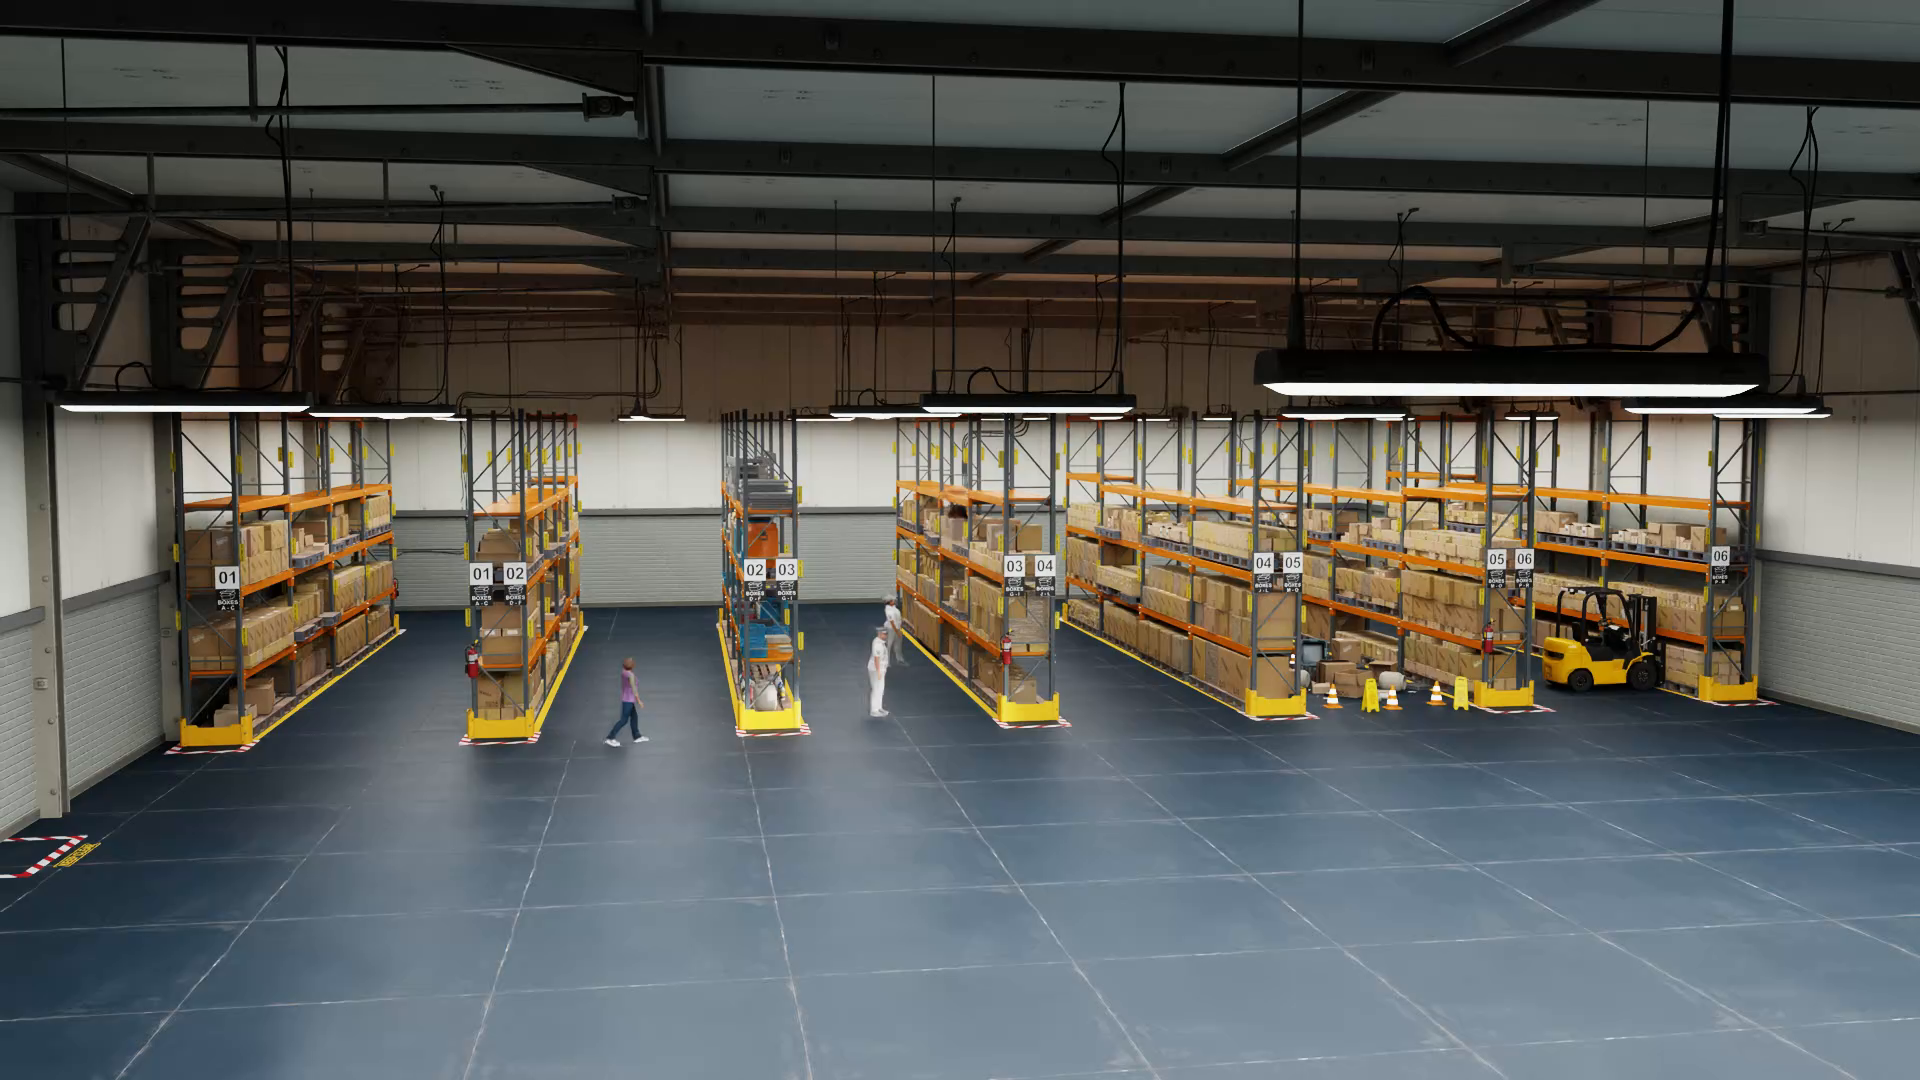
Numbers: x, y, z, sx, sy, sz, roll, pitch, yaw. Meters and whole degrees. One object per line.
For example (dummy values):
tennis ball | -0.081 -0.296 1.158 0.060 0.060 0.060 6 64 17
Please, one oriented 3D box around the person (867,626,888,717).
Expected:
person | -1.617 2.578 32.690 0.426 1.768 0.567 0 4 0

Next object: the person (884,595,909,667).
person | -1.485 2.063 37.762 0.540 1.670 0.639 1 4 15

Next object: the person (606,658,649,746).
person | -5.911 2.876 29.595 0.834 1.546 0.526 -2 4 -25
